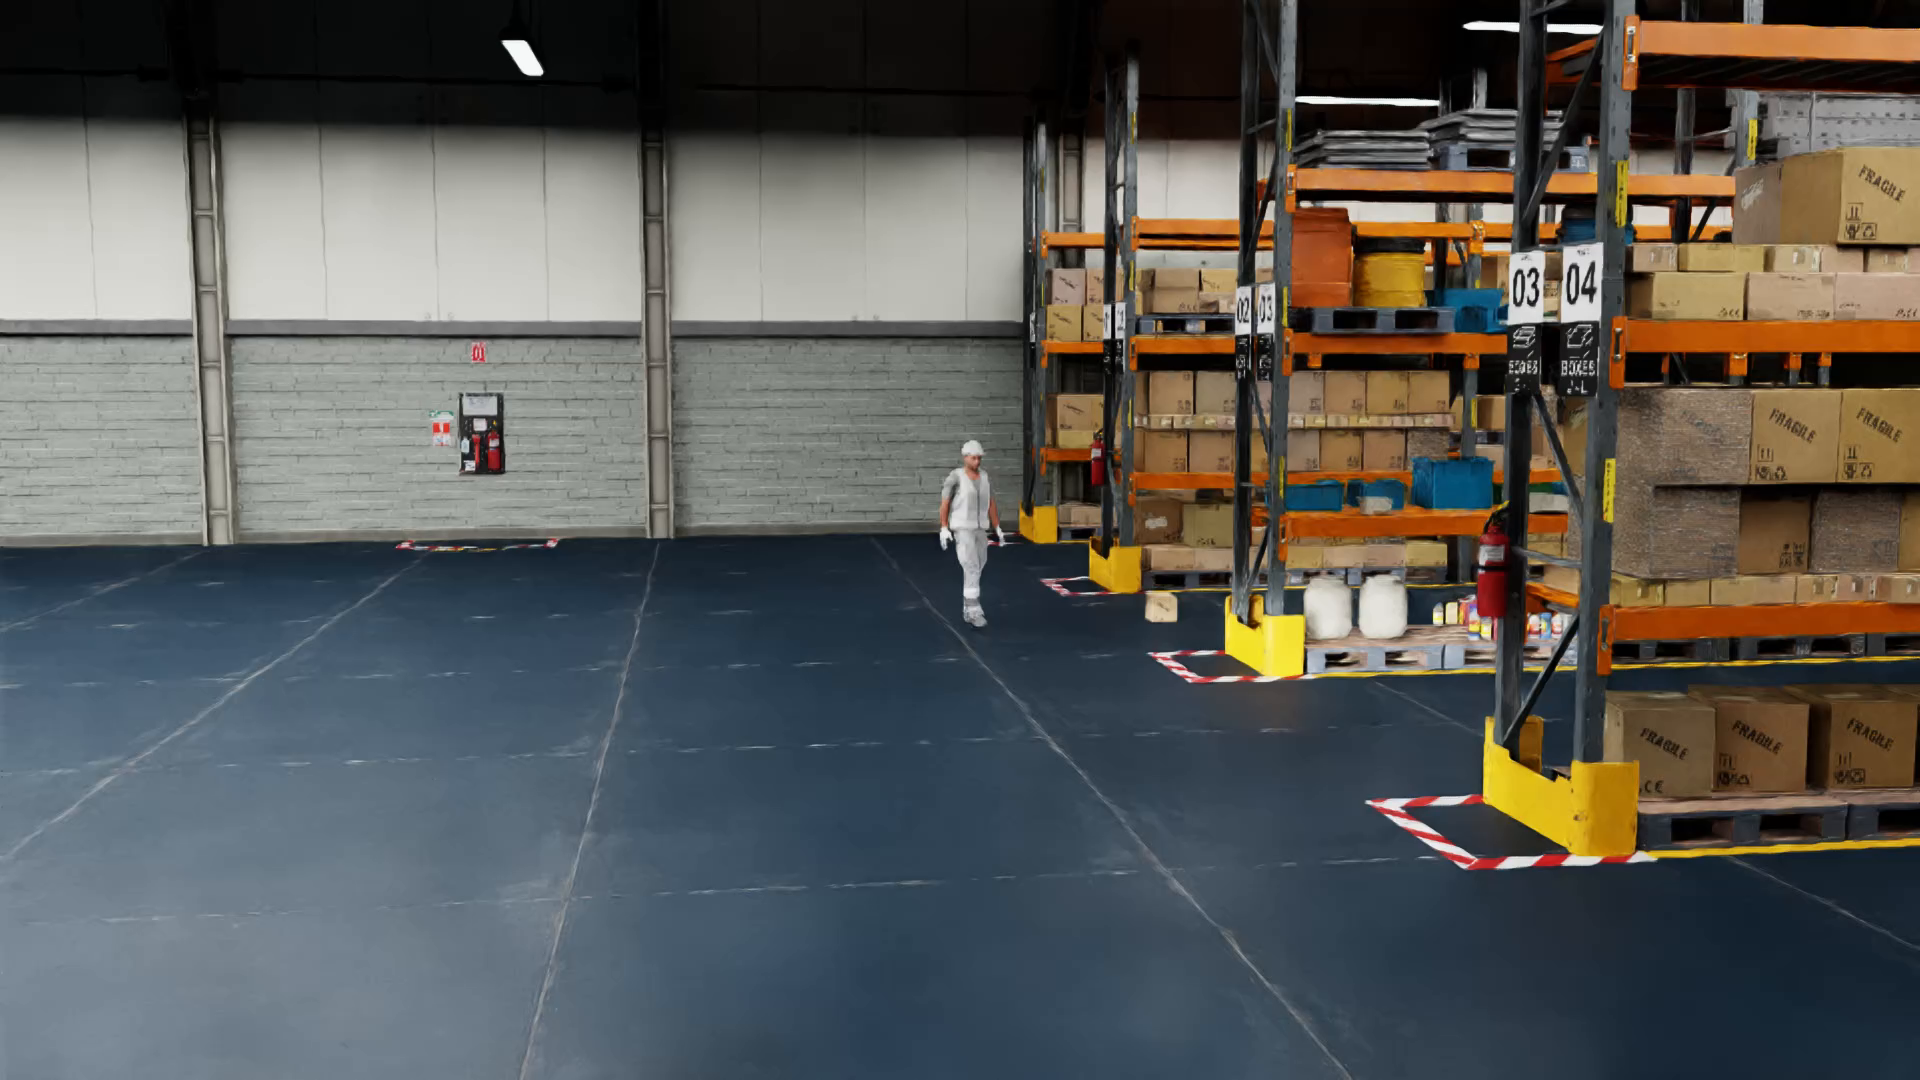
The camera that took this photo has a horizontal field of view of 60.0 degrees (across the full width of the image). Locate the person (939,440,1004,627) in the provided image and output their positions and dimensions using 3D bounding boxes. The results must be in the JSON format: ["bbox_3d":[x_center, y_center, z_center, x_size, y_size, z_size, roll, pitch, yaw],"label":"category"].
[{"bbox_3d":[0.176,-0.071,16.148,0.664,1.786,0.614,-5,8,-38],"label":"person"}]
